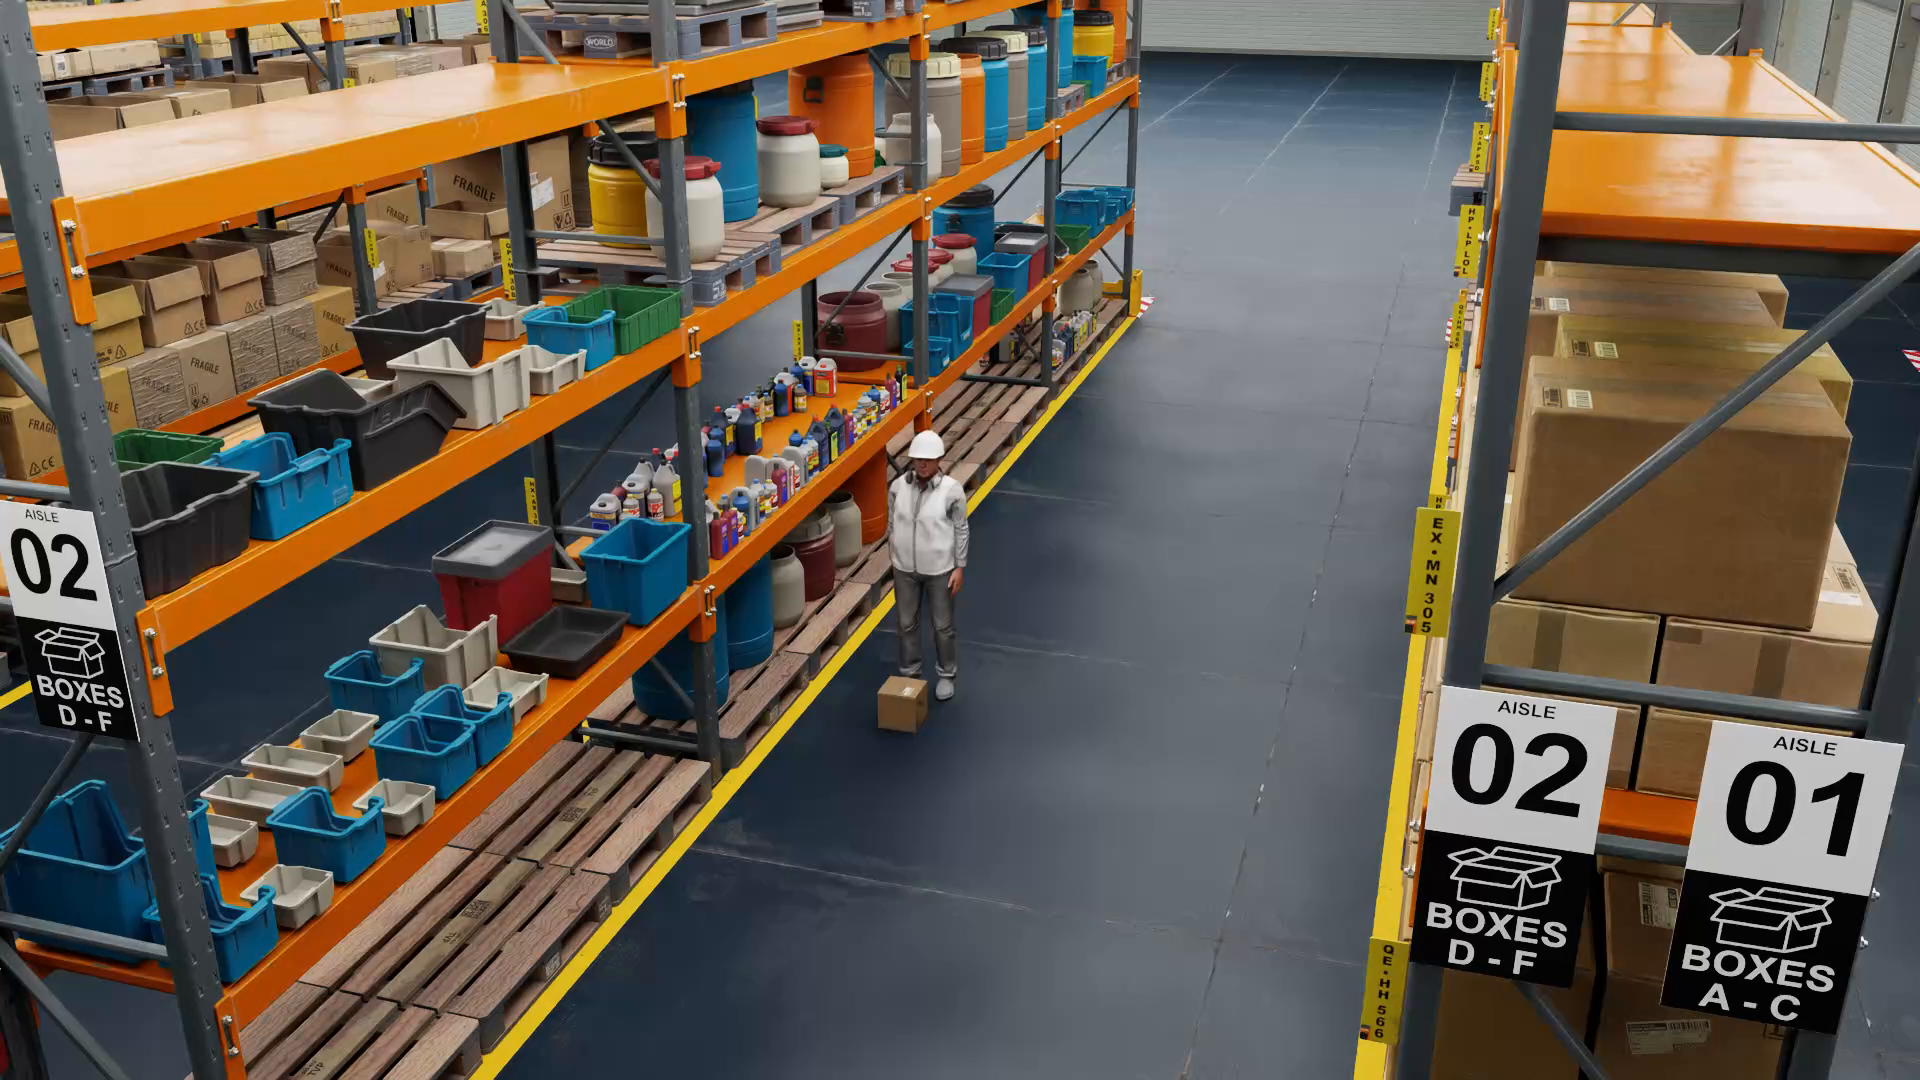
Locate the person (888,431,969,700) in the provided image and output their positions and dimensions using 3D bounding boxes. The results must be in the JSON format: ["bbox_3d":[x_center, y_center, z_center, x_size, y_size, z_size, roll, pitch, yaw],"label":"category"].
[{"bbox_3d":[-0.213,0.166,10.640,0.542,1.776,0.367,7,23,17],"label":"person"}]
